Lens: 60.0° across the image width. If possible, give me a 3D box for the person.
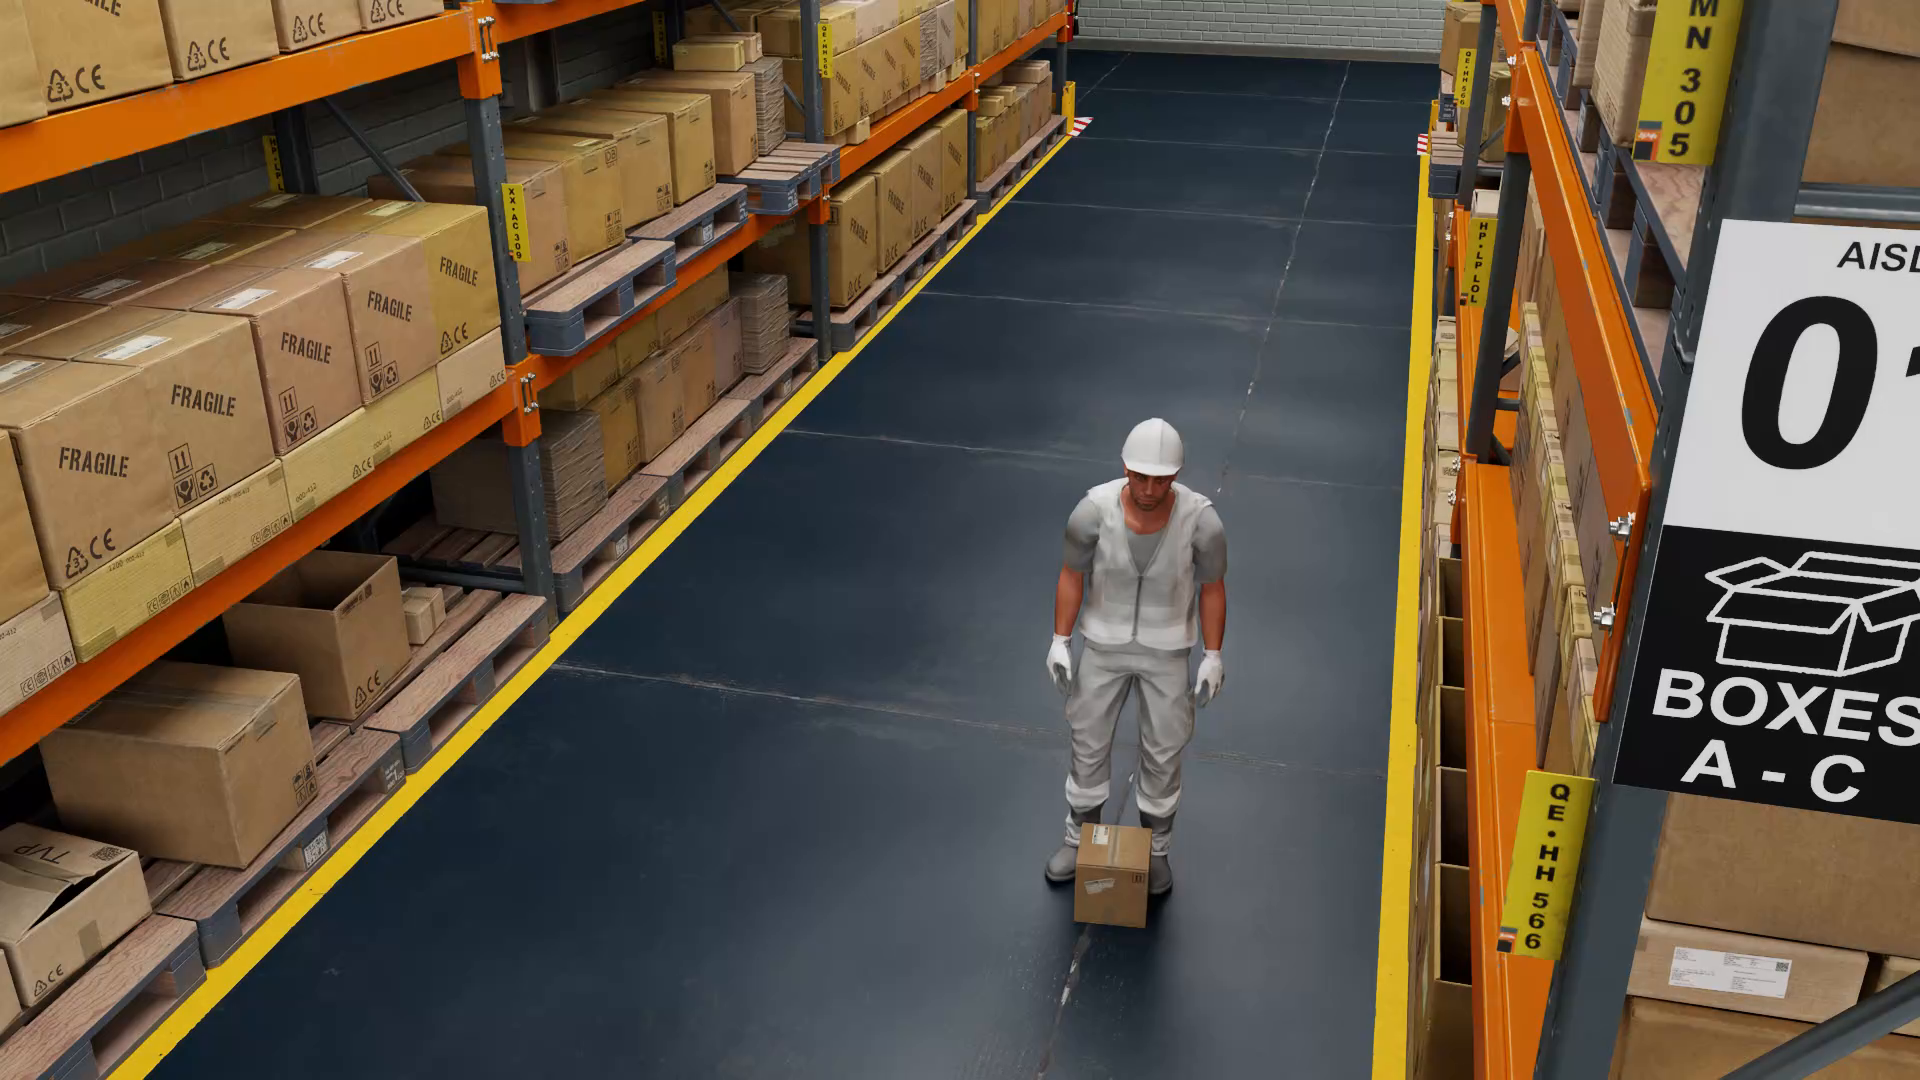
[{"bbox_3d":[0.608,0.399,5.739,0.617,1.778,0.453,5,25,10],"label":"person"}]
